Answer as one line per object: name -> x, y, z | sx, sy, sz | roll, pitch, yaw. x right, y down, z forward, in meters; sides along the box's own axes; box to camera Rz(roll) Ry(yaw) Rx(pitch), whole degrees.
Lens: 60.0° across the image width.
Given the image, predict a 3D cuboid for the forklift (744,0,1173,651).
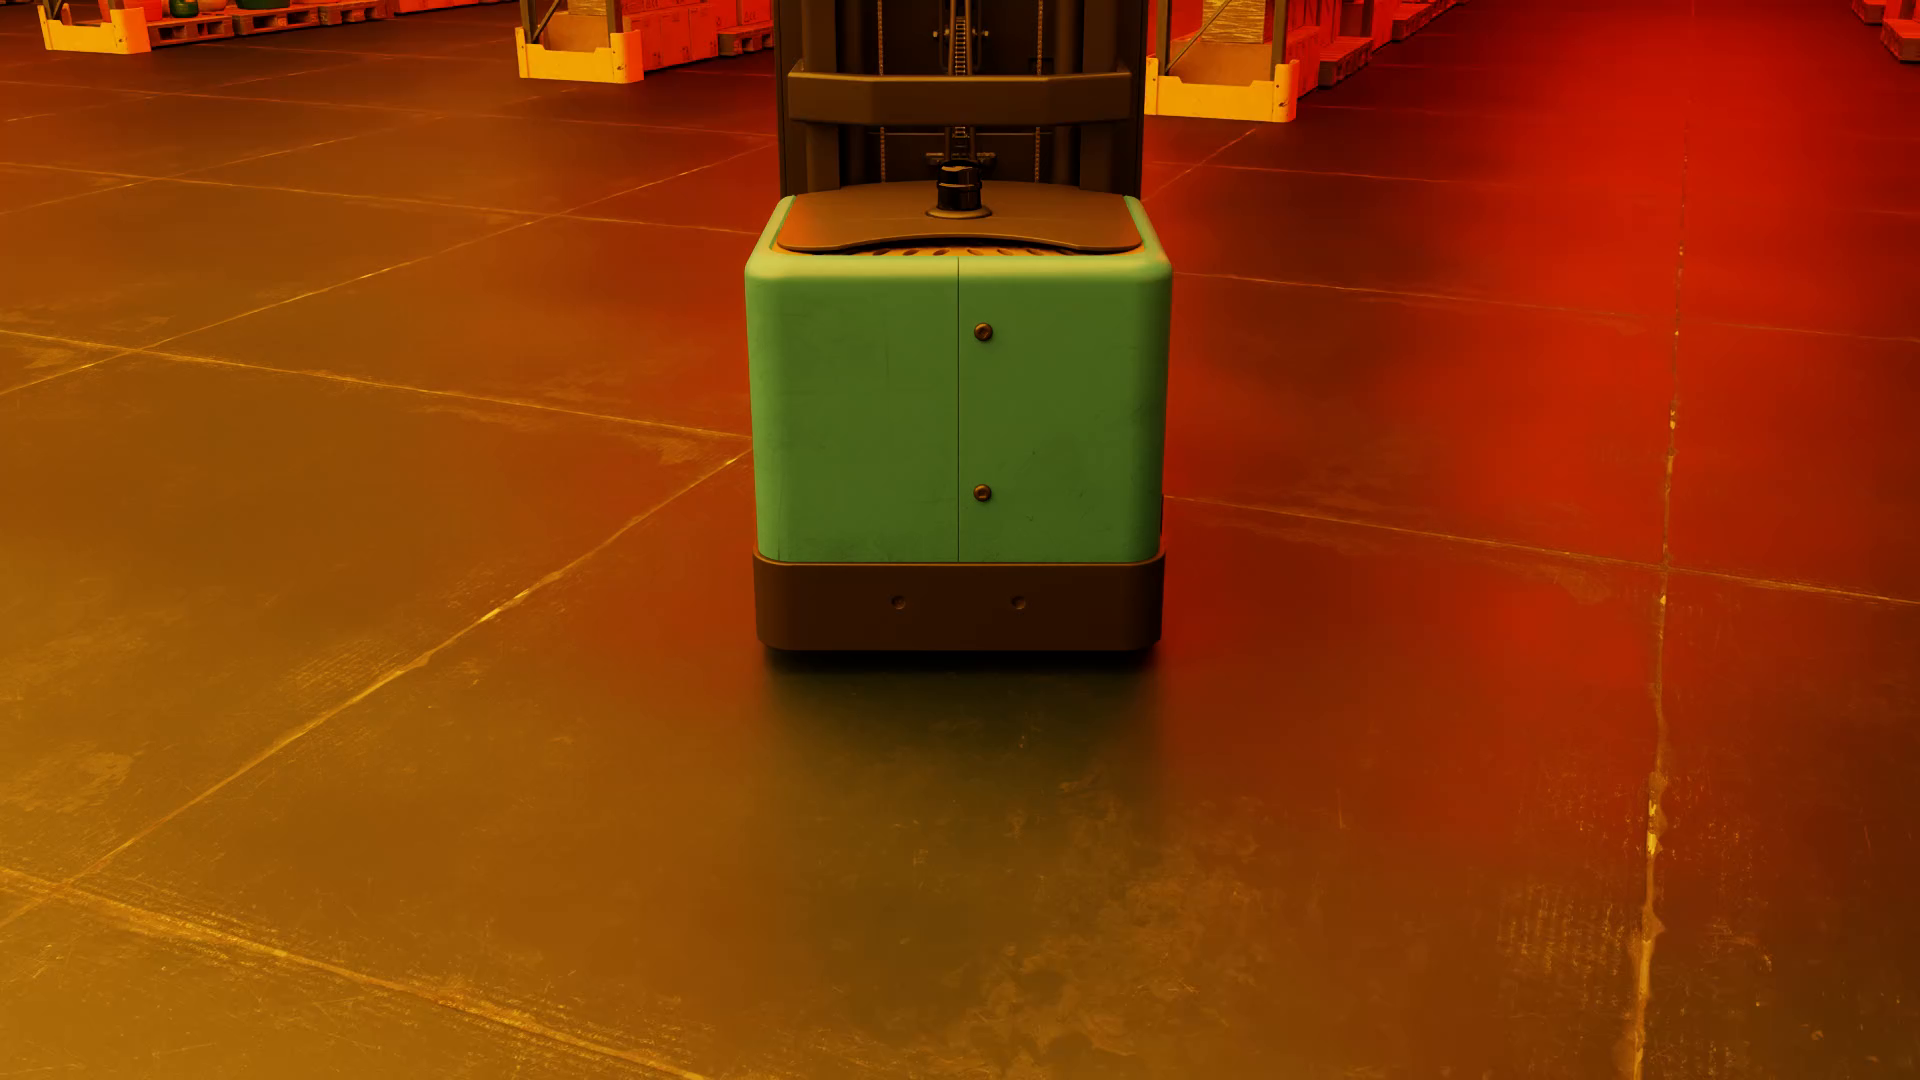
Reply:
forklift -> 0.002, -1.587, 5.089 | 1.130, 2.935, 3.031 | 0, 23, 0
